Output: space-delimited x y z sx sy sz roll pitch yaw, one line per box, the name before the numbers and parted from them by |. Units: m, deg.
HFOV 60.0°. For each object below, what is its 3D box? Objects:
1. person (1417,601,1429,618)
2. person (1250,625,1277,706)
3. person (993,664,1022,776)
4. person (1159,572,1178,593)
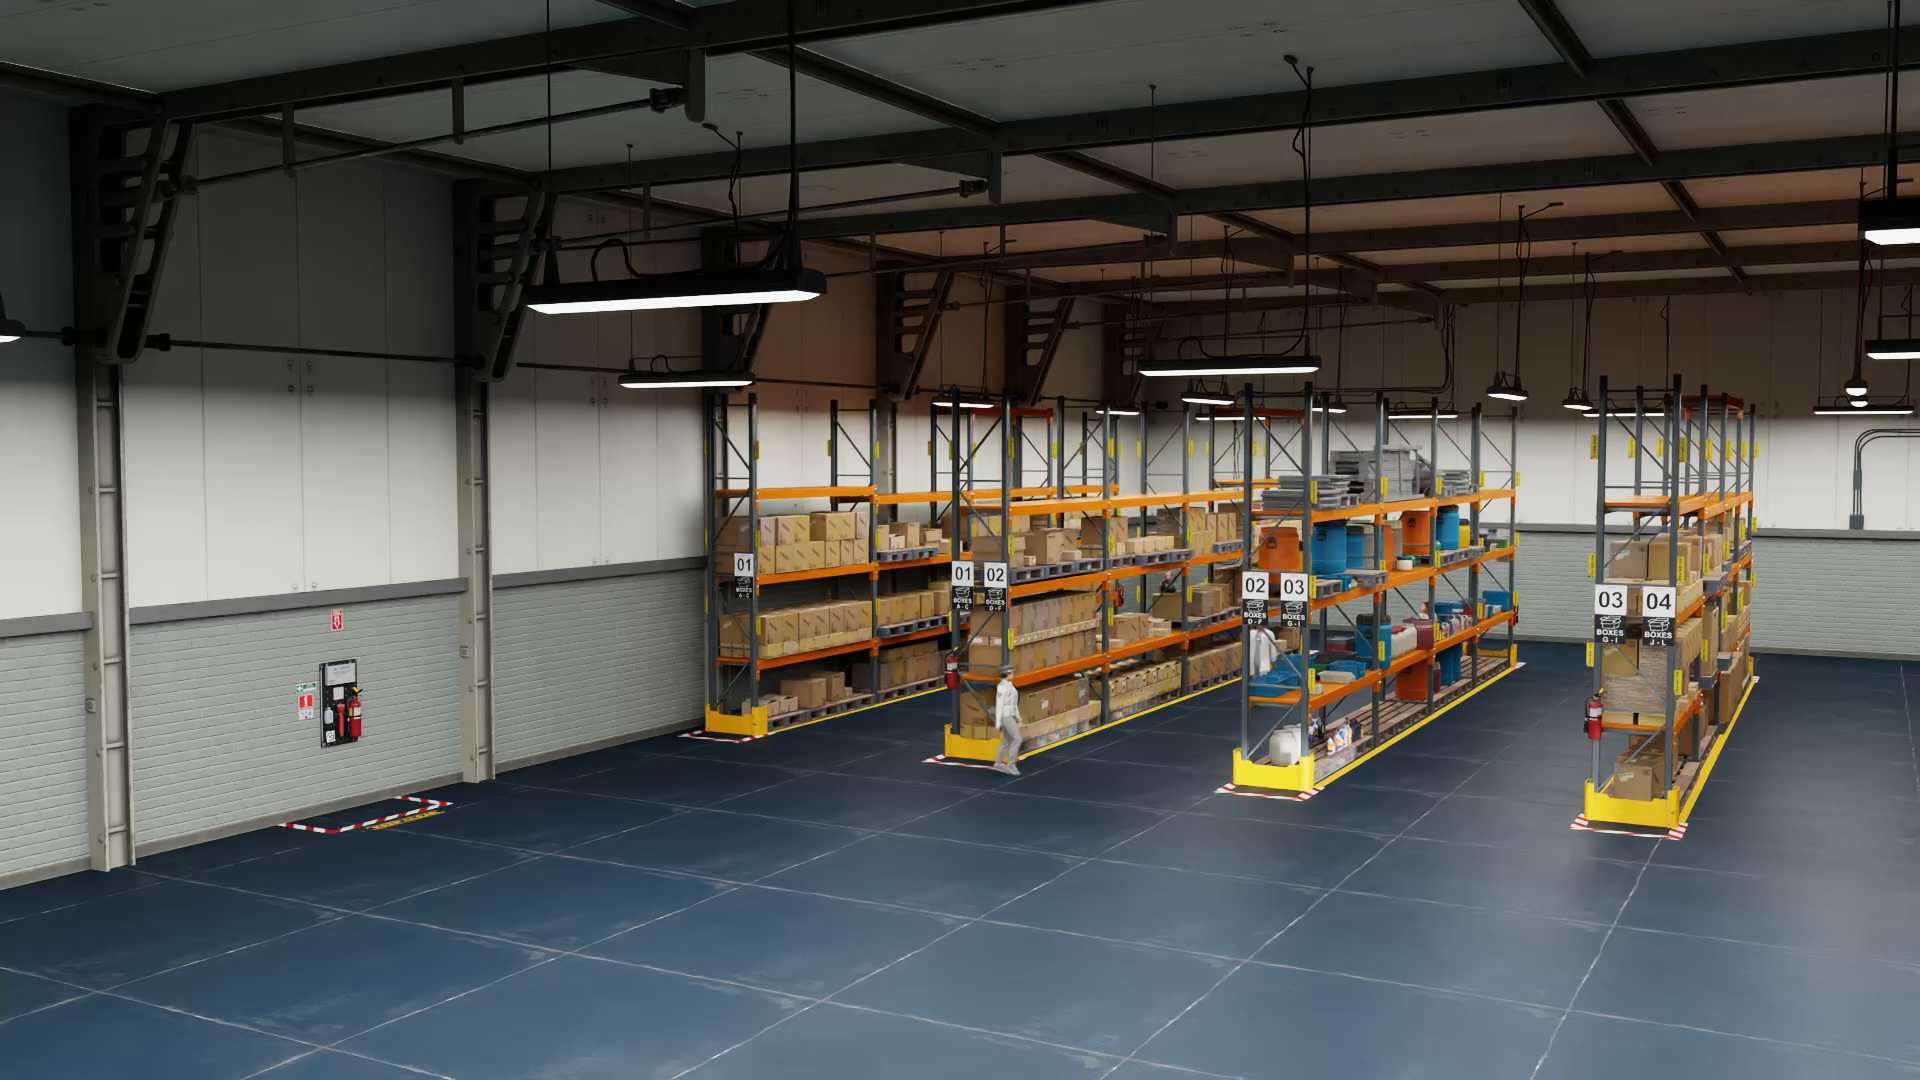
person | 10.362 2.172 37.199 1.023 1.621 0.512 -3 4 -41
person | 5.802 2.365 32.429 0.598 1.727 1.119 2 4 32
person | 0.753 2.781 25.798 0.472 1.691 0.510 1 3 12
person | 5.666 1.714 45.143 0.558 1.676 1.046 1 3 14
